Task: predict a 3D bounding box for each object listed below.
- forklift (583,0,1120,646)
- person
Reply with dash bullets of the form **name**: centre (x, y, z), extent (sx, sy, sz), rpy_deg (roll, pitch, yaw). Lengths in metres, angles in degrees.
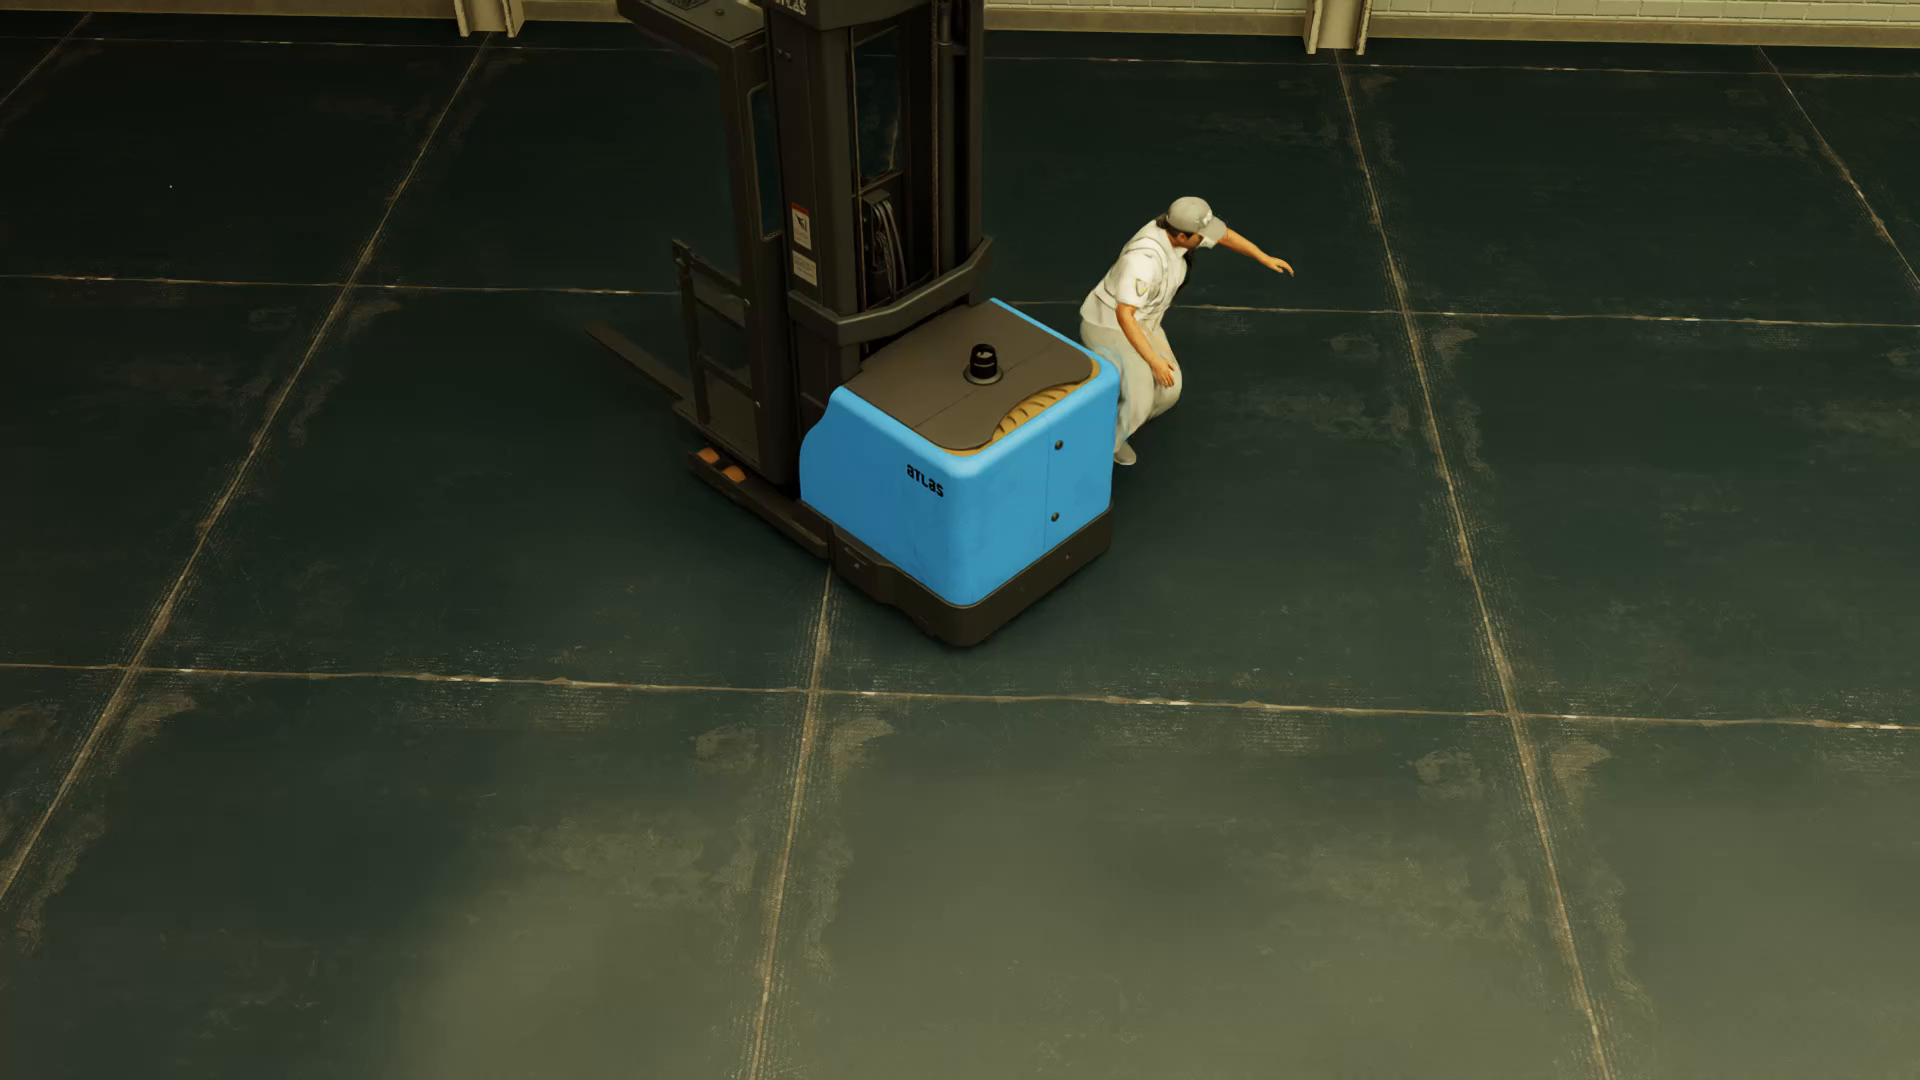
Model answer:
- **forklift**: centre (-0.694, -1.501, 7.386), extent (3.031, 2.935, 1.130), rpy_deg (34, 52, 31)
- **person**: centre (0.930, -0.906, 7.878), extent (0.891, 1.431, 1.224), rpy_deg (21, 47, 22)
